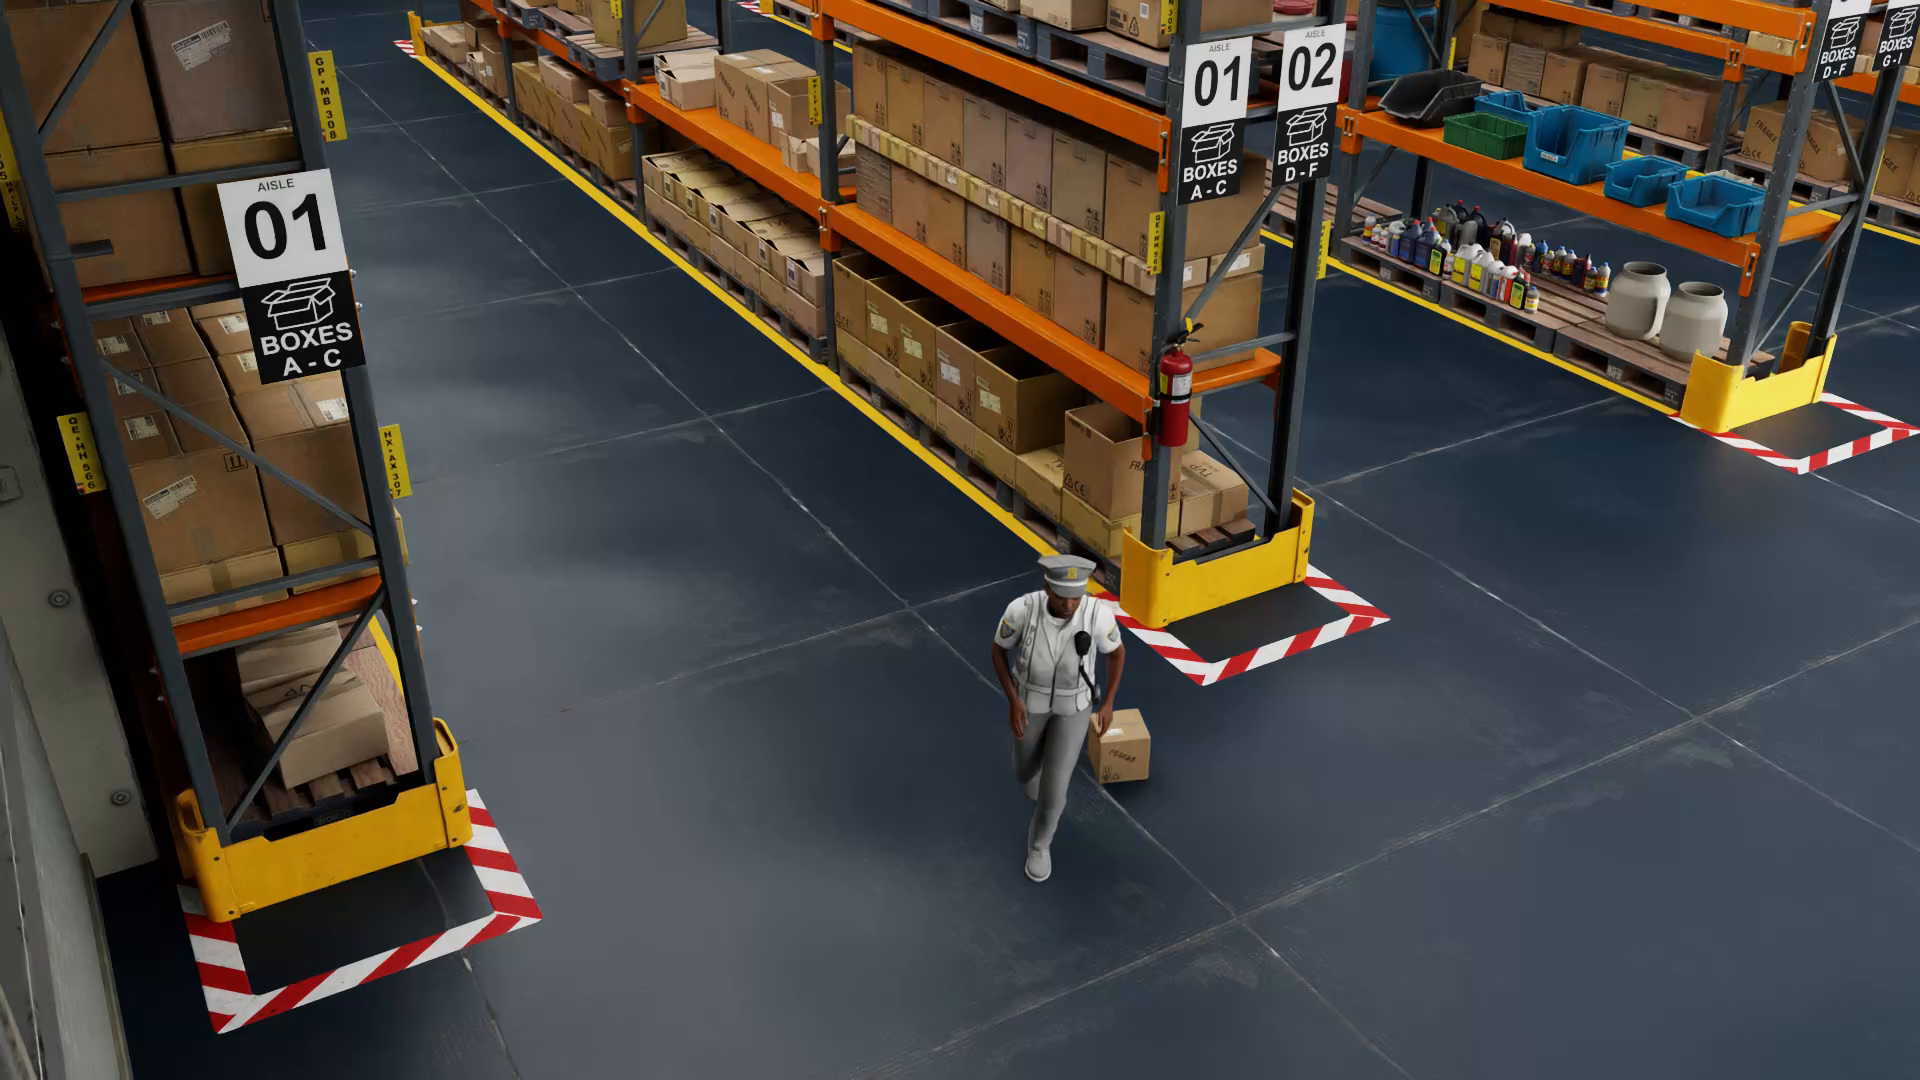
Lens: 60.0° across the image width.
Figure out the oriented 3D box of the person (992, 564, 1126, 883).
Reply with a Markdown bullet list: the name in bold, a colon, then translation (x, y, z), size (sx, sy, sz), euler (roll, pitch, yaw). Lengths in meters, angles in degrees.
- **person**: translation (0.431, 0.711, 7.328), size (0.576, 1.628, 0.652), euler (3, 29, 5)
